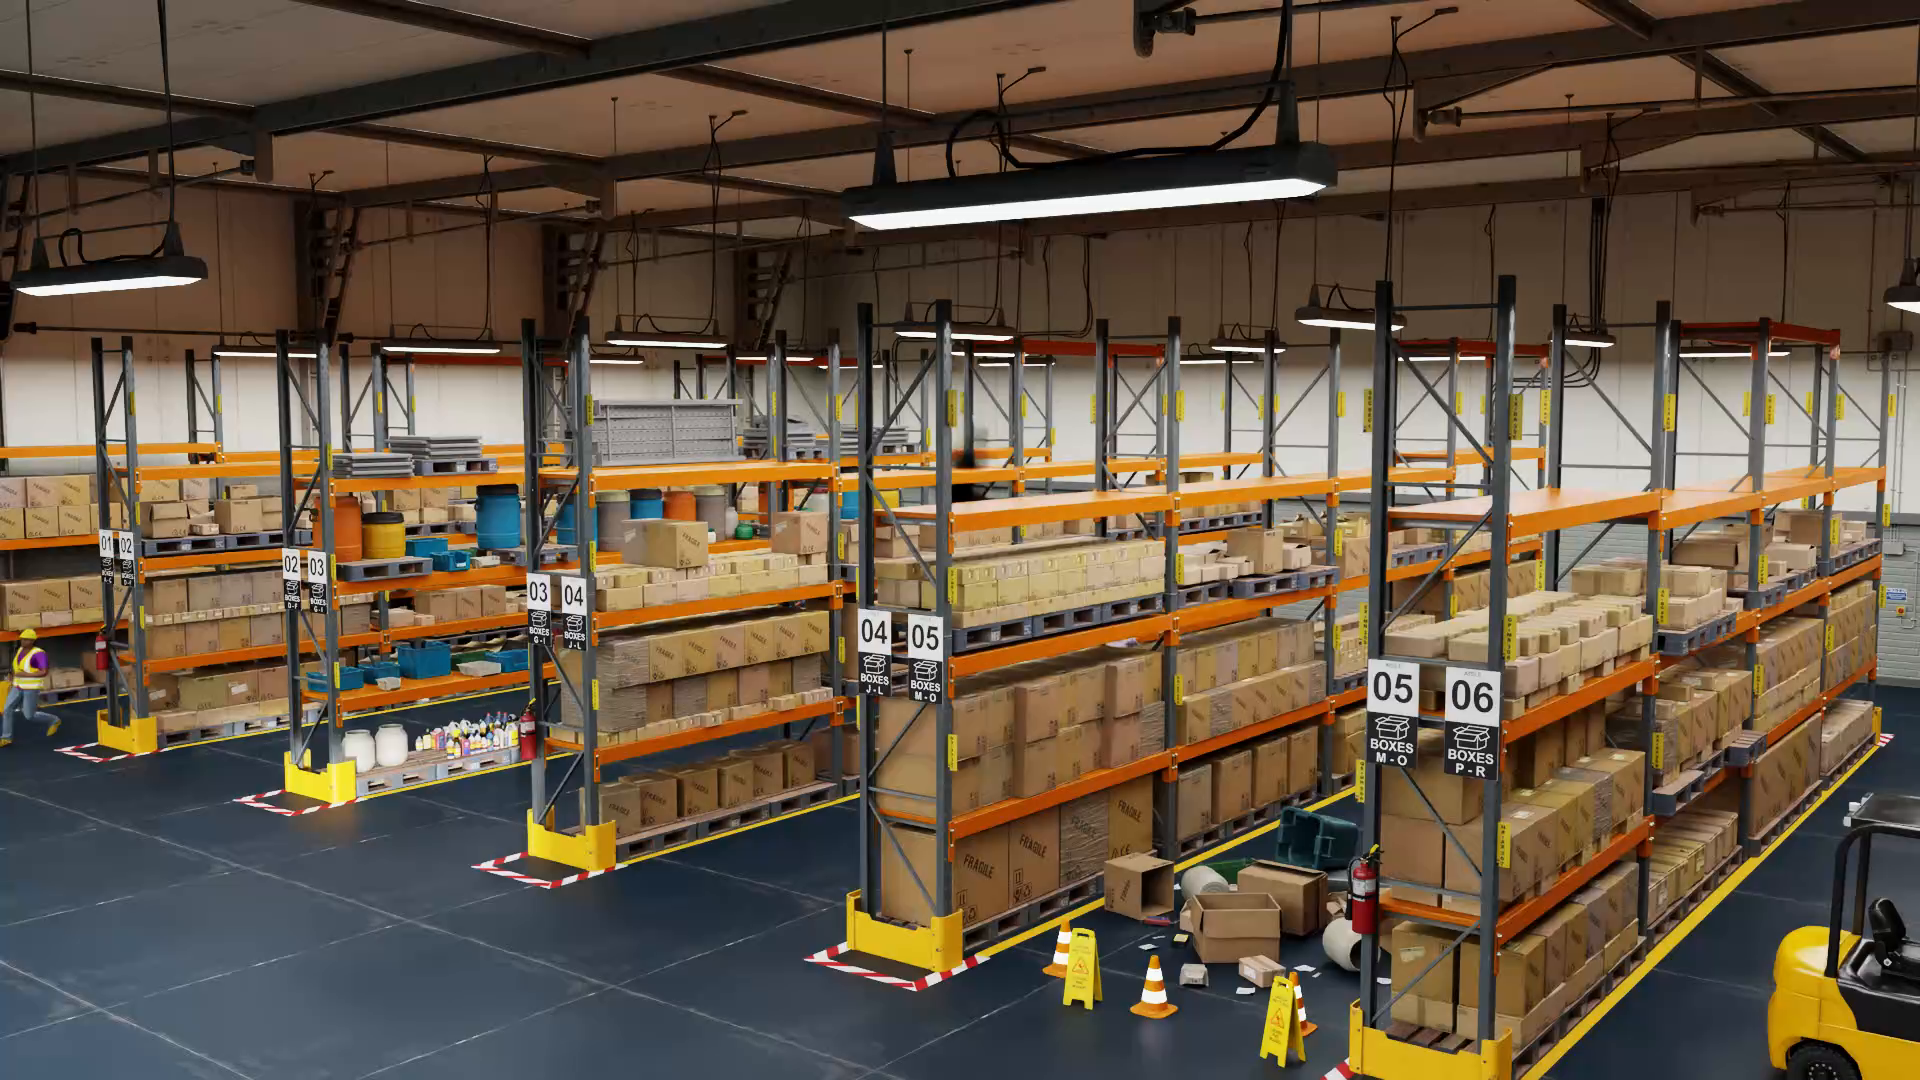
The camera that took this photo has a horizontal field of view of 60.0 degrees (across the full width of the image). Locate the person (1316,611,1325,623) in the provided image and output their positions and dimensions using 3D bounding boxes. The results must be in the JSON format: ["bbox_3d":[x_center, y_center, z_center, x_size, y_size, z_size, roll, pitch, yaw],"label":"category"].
[{"bbox_3d":[5.754,2.009,26.146,0.647,1.803,0.911,5,7,42],"label":"person"}]

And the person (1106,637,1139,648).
[{"bbox_3d":[2.241,1.995,23.875,0.585,1.748,0.684,3,6,33],"label":"person"}]

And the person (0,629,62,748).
[{"bbox_3d":[-13.778,2.180,24.618,0.729,1.736,0.889,2,5,24],"label":"person"}]
